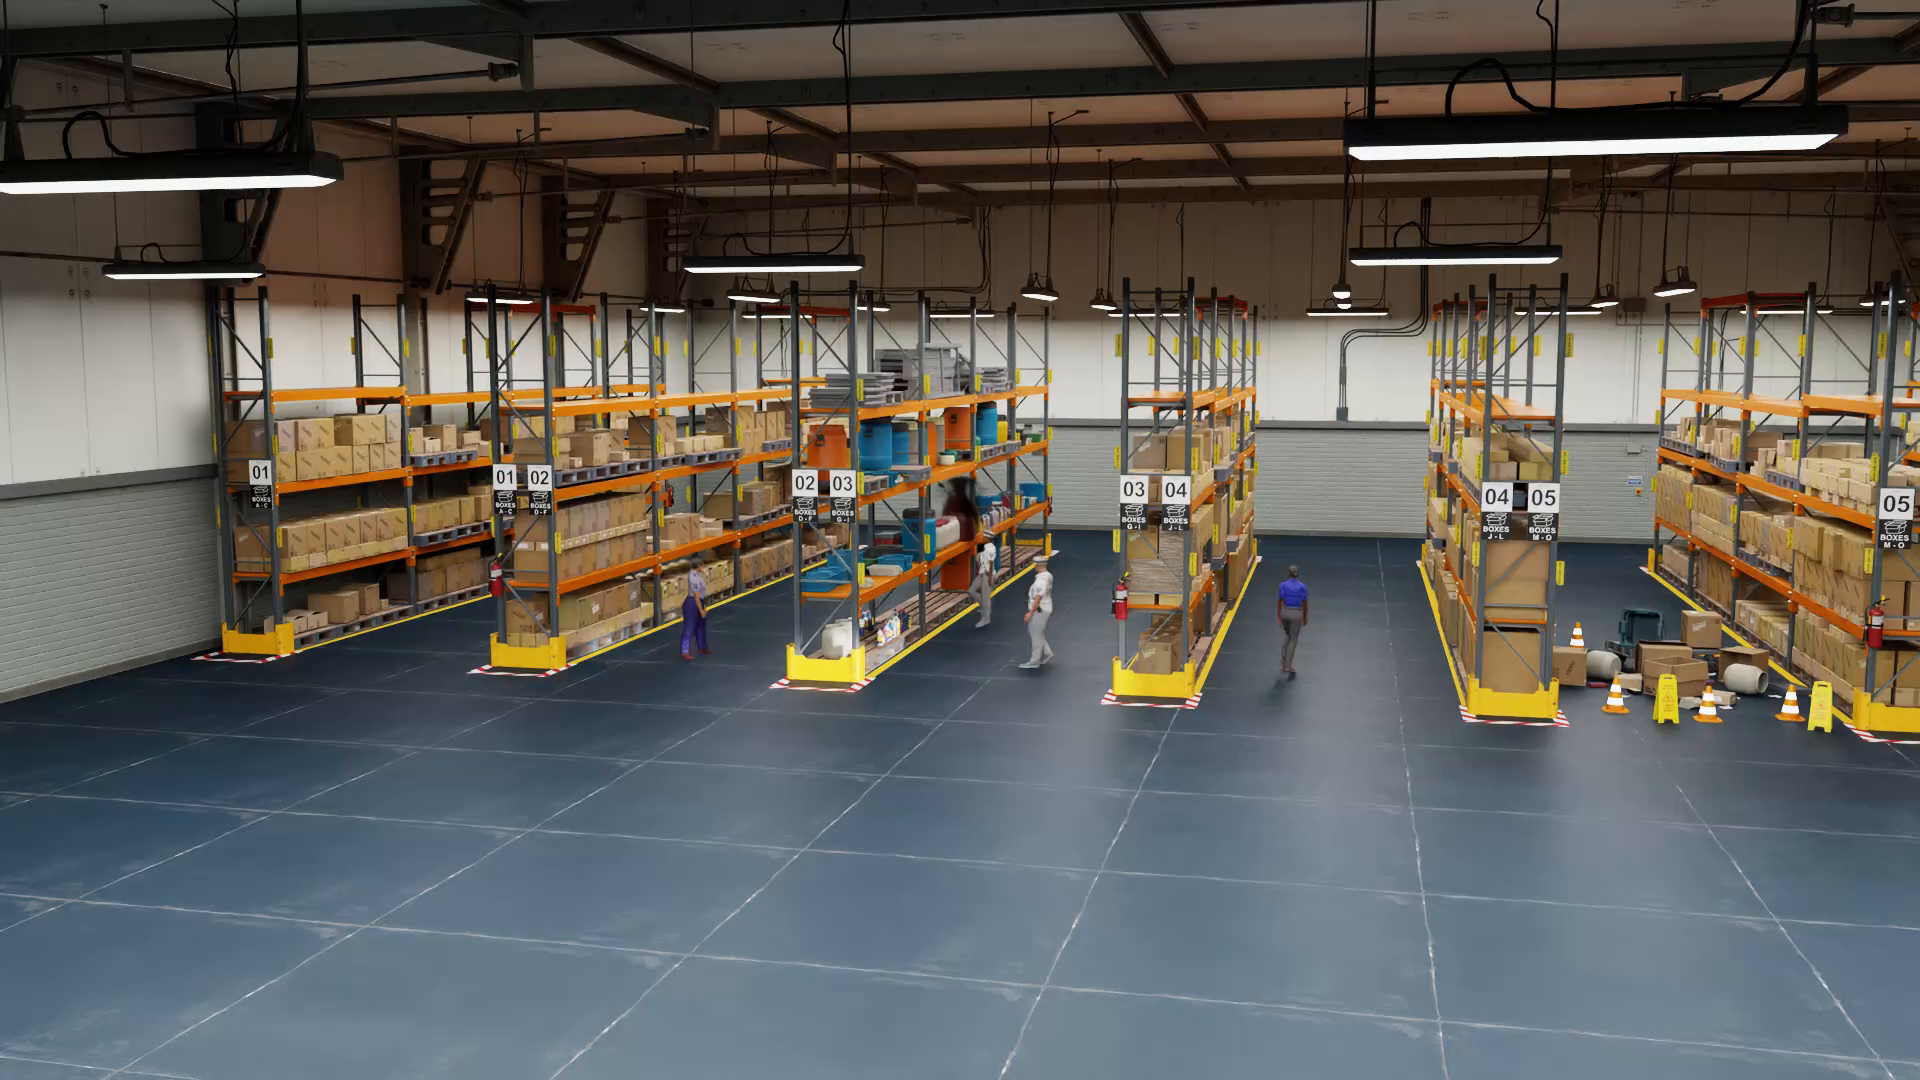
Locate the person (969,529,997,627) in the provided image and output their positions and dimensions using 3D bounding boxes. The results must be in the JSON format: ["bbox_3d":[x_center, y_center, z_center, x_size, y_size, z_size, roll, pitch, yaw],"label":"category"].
[{"bbox_3d":[0.416,0.675,29.772,0.494,1.715,0.569,-1,7,-6],"label":"person"}]

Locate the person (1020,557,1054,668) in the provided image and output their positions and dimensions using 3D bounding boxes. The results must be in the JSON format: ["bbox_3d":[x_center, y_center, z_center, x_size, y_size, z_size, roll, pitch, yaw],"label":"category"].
[{"bbox_3d":[1.214,1.146,26.174,0.529,1.775,0.607,1,7,5],"label":"person"}]

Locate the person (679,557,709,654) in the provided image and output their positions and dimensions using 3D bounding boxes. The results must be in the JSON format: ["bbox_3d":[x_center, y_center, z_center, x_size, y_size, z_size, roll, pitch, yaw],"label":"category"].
[{"bbox_3d":[-4.318,1.053,27.005,0.450,1.549,0.587,0,7,-1],"label":"person"}]

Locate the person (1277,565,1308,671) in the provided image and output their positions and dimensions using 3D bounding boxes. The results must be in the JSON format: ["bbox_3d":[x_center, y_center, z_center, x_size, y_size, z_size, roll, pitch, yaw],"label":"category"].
[{"bbox_3d":[5.178,1.225,25.806,0.463,1.693,0.427,-6,9,-43],"label":"person"}]
